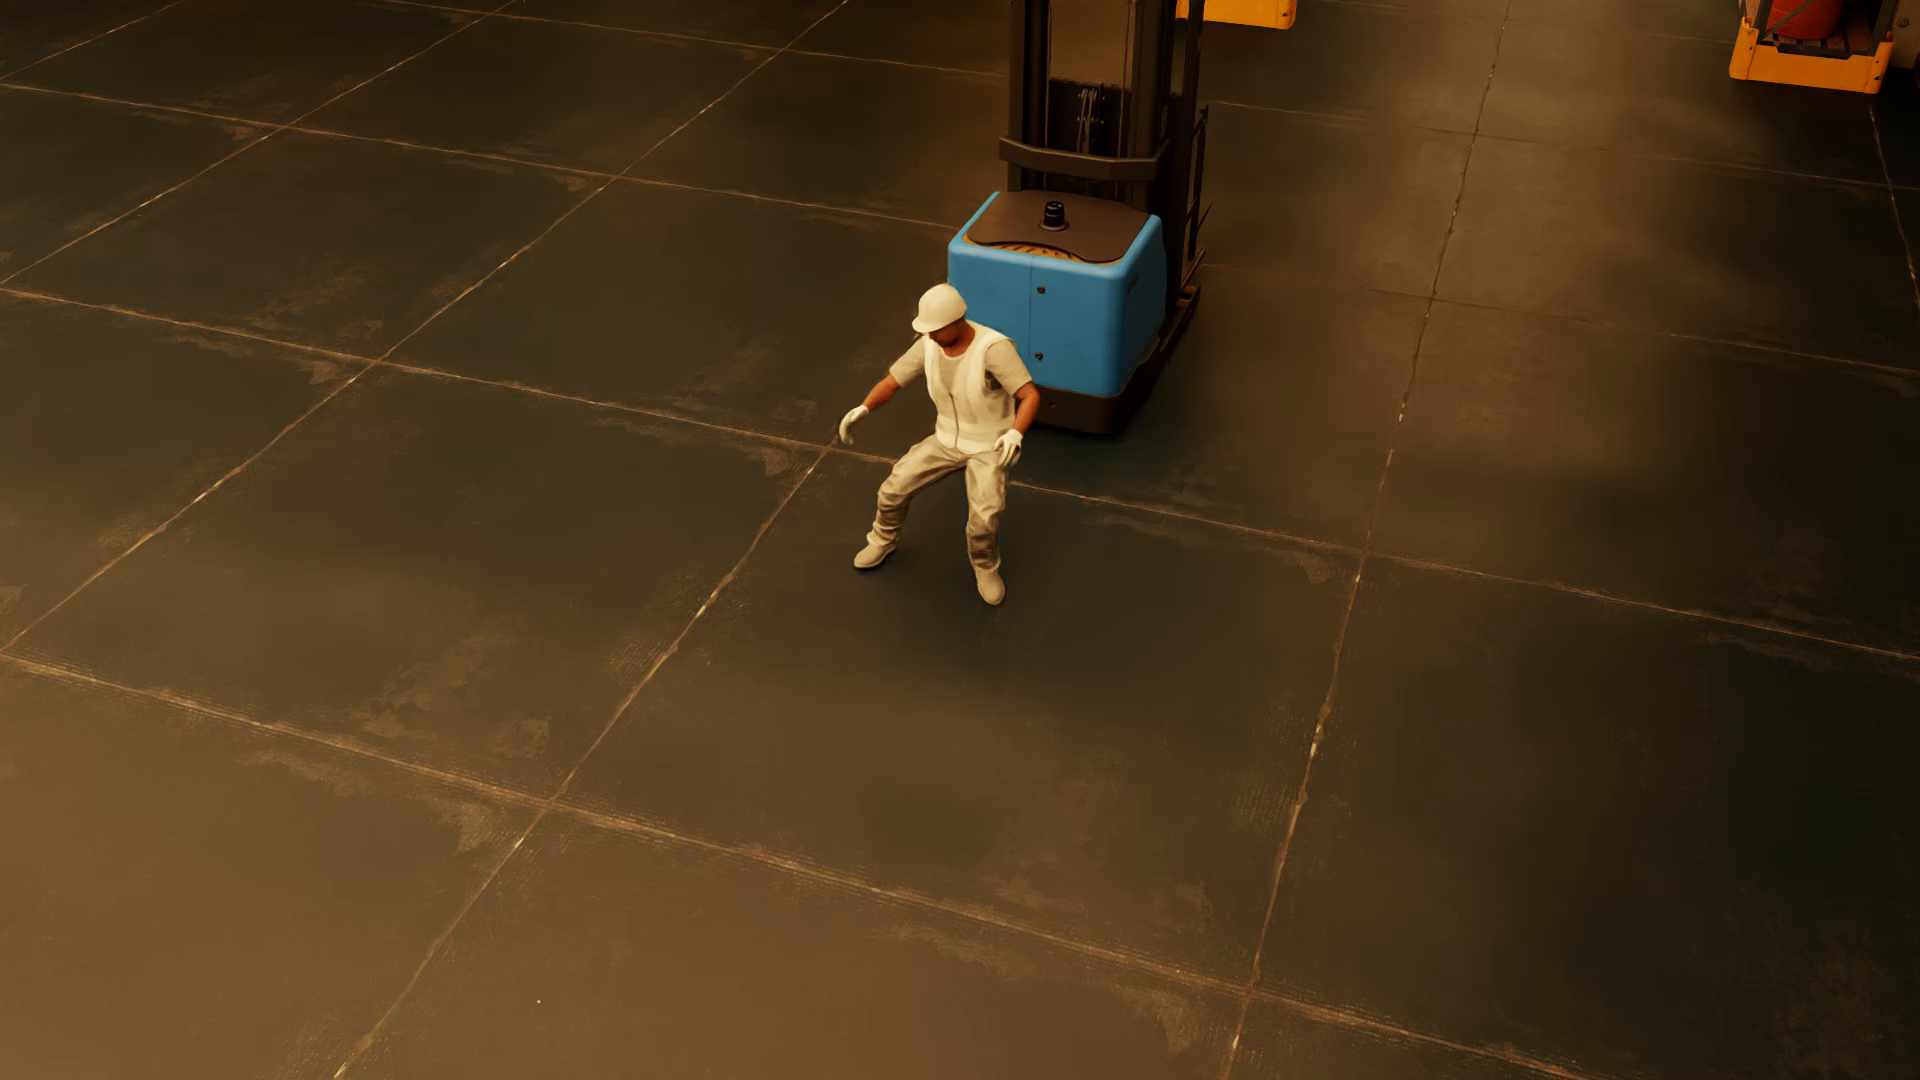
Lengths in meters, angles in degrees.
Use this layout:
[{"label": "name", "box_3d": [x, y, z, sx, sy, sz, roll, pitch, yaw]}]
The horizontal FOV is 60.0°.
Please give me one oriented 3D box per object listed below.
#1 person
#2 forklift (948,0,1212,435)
[{"label": "person", "box_3d": [-0.062, -0.424, 7.888, 1.004, 1.574, 0.766, 24, 42, 30]}, {"label": "forklift", "box_3d": [0.909, -2.638, 9.832, 1.130, 2.935, 3.031, 12, 37, 17]}]
